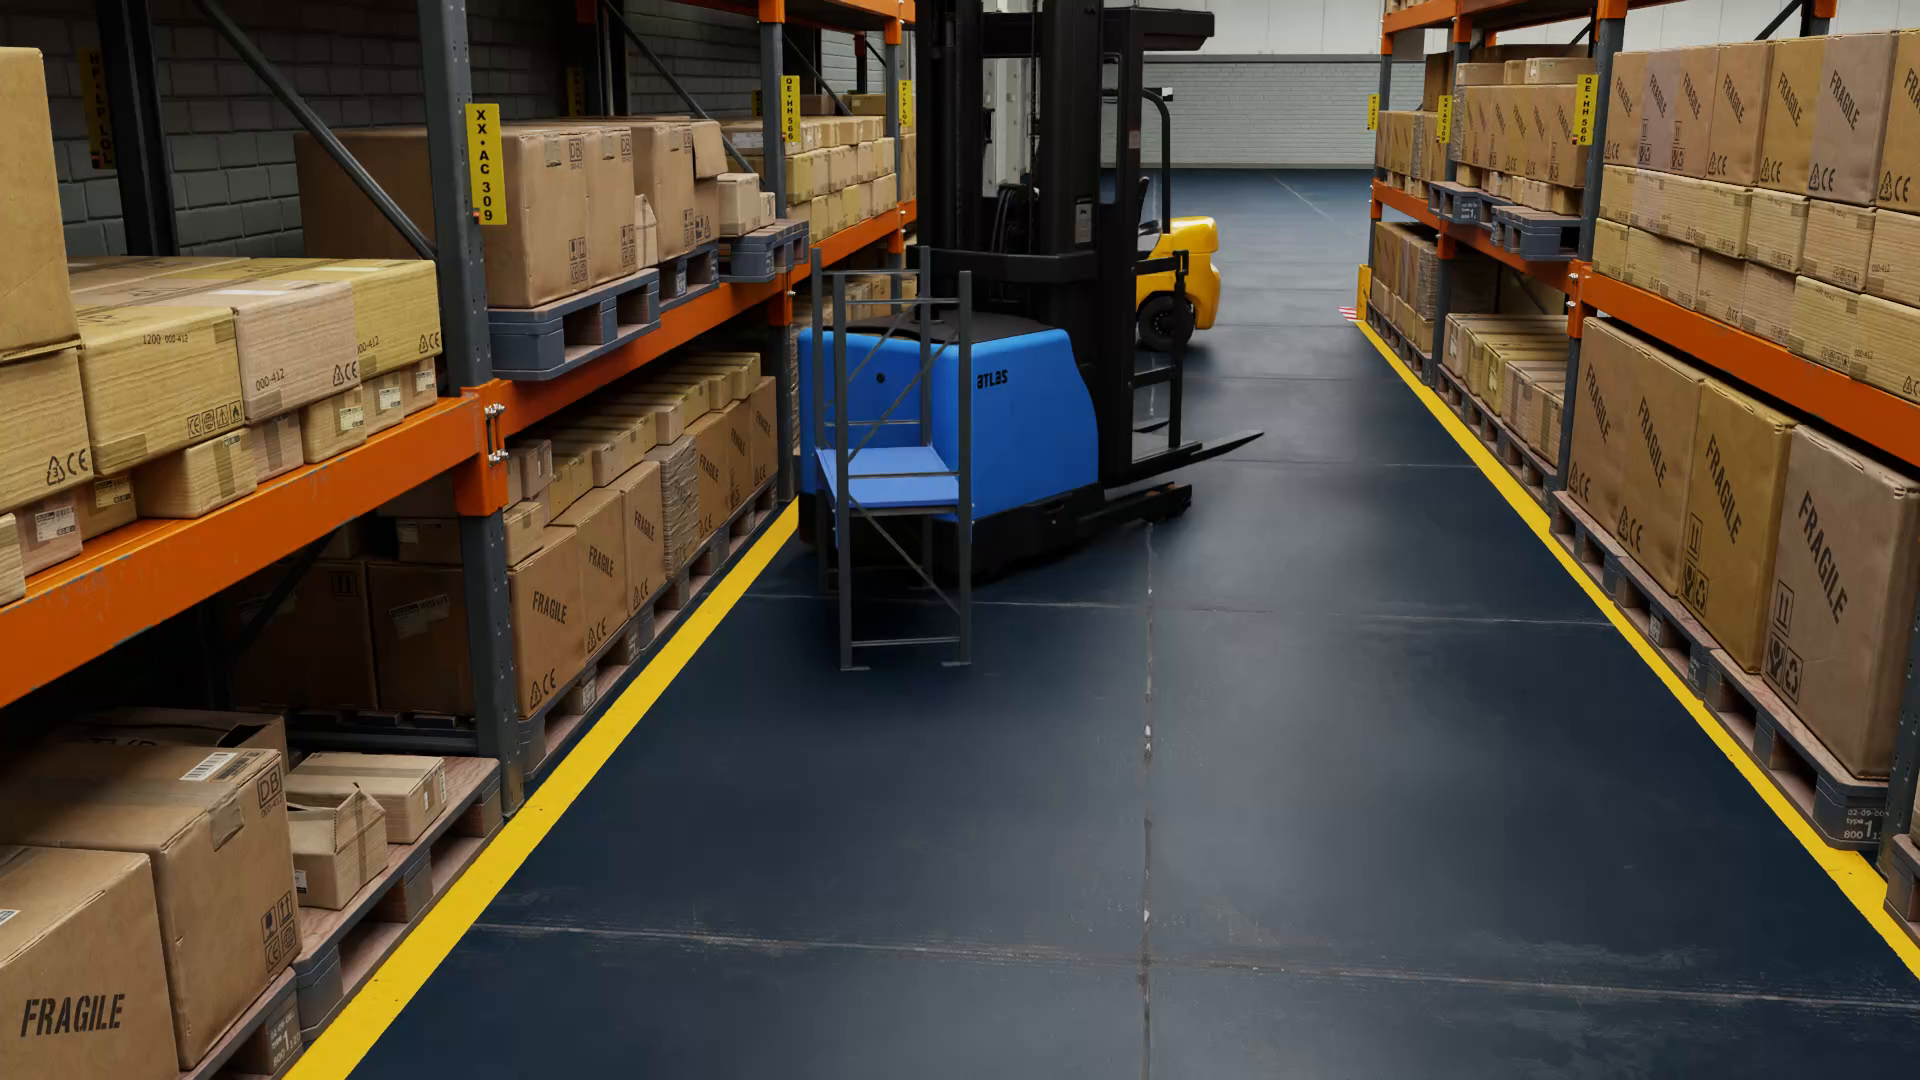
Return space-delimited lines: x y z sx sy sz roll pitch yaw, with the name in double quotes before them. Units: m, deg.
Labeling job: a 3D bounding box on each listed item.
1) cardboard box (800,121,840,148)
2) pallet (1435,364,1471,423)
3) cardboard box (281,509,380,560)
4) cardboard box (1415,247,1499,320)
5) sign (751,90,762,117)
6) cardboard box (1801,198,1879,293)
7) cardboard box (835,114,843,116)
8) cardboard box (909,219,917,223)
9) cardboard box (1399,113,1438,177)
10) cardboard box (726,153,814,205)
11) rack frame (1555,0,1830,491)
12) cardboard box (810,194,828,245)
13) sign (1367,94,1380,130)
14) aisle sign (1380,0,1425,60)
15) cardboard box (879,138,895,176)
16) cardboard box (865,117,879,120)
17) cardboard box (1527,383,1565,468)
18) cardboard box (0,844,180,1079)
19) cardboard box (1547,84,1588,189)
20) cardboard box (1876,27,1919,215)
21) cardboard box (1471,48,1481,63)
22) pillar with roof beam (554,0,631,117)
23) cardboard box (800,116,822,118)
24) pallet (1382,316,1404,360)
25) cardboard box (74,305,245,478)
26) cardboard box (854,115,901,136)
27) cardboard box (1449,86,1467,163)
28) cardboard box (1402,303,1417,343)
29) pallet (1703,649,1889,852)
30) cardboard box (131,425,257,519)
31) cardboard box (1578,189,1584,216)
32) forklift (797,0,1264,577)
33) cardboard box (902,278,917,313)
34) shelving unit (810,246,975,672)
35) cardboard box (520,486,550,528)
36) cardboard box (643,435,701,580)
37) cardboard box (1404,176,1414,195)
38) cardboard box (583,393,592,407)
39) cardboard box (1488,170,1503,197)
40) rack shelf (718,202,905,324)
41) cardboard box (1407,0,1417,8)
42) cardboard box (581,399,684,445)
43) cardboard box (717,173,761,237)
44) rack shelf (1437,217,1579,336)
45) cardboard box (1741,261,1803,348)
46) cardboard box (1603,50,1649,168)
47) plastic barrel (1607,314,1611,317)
"cardboard box" -0.934 -2.438 9.999 0.380 0.149 0.250 2 15 7
"pallet" 3.900 -1.012 11.501 1.003 0.211 1.213 2 15 6
"cardboard box" -2.094 -0.044 5.318 0.380 0.149 0.250 1 15 4
"cardboard box" 3.786 -1.959 12.686 0.500 0.500 0.500 1 15 5
"sign" -1.498 -3.177 12.356 0.100 0.325 0.005 2 15 6
"cardboard box" 2.940 -0.906 5.094 0.500 0.250 0.500 2 15 8
"cardboard box" -1.133 -3.292 13.156 0.380 0.149 0.250 2 15 8
"cardboard box" -0.289 -2.840 15.465 0.500 0.250 0.500 2 15 7
"cardboard box" 3.947 -3.276 13.770 0.500 0.500 0.500 1 15 5
"cardboard box" -1.080 -1.944 8.935 0.500 0.250 0.500 2 15 6
"rack frame" 3.535 -1.523 8.047 1.000 3.000 0.127 2 15 6
"cardboard box" -1.043 -1.834 9.484 0.500 0.250 0.500 1 15 5
"sign" 3.898 -4.031 15.666 0.100 0.325 0.005 2 15 6
"aisle sign" 4.136 -4.878 15.474 0.394 0.787 0.004 2 15 6
"cardboard box" -0.748 -2.739 11.876 0.500 0.250 0.500 1 15 5
"cardboard box" -0.775 -2.904 11.722 0.380 0.149 0.250 1 15 5
"cardboard box" 3.608 -0.603 8.876 0.950 0.372 0.625 1 15 2
"cardboard box" -1.843 0.900 3.070 0.500 0.500 0.500 2 15 7
"cardboard box" 3.310 -2.043 8.406 0.500 0.500 0.500 1 15 5
"cardboard box" 2.884 -1.139 4.523 0.500 0.500 0.500 2 15 8
"cardboard box" 4.414 -3.604 13.066 0.700 0.500 0.500 1 15 5
"pillar with roof beam" 2.131 -4.802 8.681 9.100 9.000 0.400 2 15 6
"cardboard box" -1.199 -2.982 12.009 0.380 0.149 0.250 1 15 5
"pallet" 4.162 -1.707 14.069 1.003 0.211 1.213 2 15 6
"cardboard box" -1.775 -0.303 3.254 0.500 0.250 0.500 2 15 6
"cardboard box" -0.649 -3.142 12.600 0.380 0.149 0.250 1 15 5
"cardboard box" 3.648 -2.842 11.358 0.500 0.500 0.500 2 15 8
"cardboard box" 3.836 -1.735 13.296 0.500 0.250 0.500 1 15 5
"pallet" 3.095 0.658 5.323 1.003 0.211 1.213 2 15 6
"cardboard box" -1.705 -0.149 3.446 0.380 0.149 0.250 1 15 5
"cardboard box" 3.338 -1.696 8.365 0.380 0.149 0.250 2 15 8
"forklift" 0.551 -1.572 8.361 1.130 2.935 3.031 12 19 37
"cardboard box" -0.585 -1.938 13.090 0.500 0.250 0.500 2 15 6
"shelving unit" -0.291 -0.368 6.648 0.538 1.500 1.048 -2 15 -9
"cardboard box" -1.590 -0.099 5.523 0.380 0.149 0.250 1 15 5
"cardboard box" -1.395 -0.147 6.945 0.500 0.500 0.500 1 15 4
"cardboard box" 3.882 -2.928 13.726 0.380 0.149 0.250 2 15 7
"cardboard box" -1.894 -0.648 7.555 0.380 0.149 0.250 1 15 4
"cardboard box" 3.435 -2.170 10.119 0.380 0.149 0.250 2 15 8
"rack shelf" -1.172 -1.839 10.596 1.077 0.370 4.000 2 15 6
"cardboard box" 3.935 -4.513 13.839 0.380 0.149 0.250 2 15 7
"cardboard box" -1.379 -0.499 7.001 0.380 0.149 0.250 1 15 4
"cardboard box" -1.195 -1.515 7.502 0.500 0.250 0.500 1 15 4
"rack shelf" 3.760 -1.694 10.059 1.077 0.370 4.000 2 15 6
"cardboard box" 3.018 -0.799 5.658 0.500 0.250 0.500 1 15 5
"cardboard box" 3.236 -1.933 7.457 0.500 0.500 0.500 1 15 4
"plastic barrel" 5.709 -1.774 13.910 0.421 0.421 0.512 -14 20 -42
